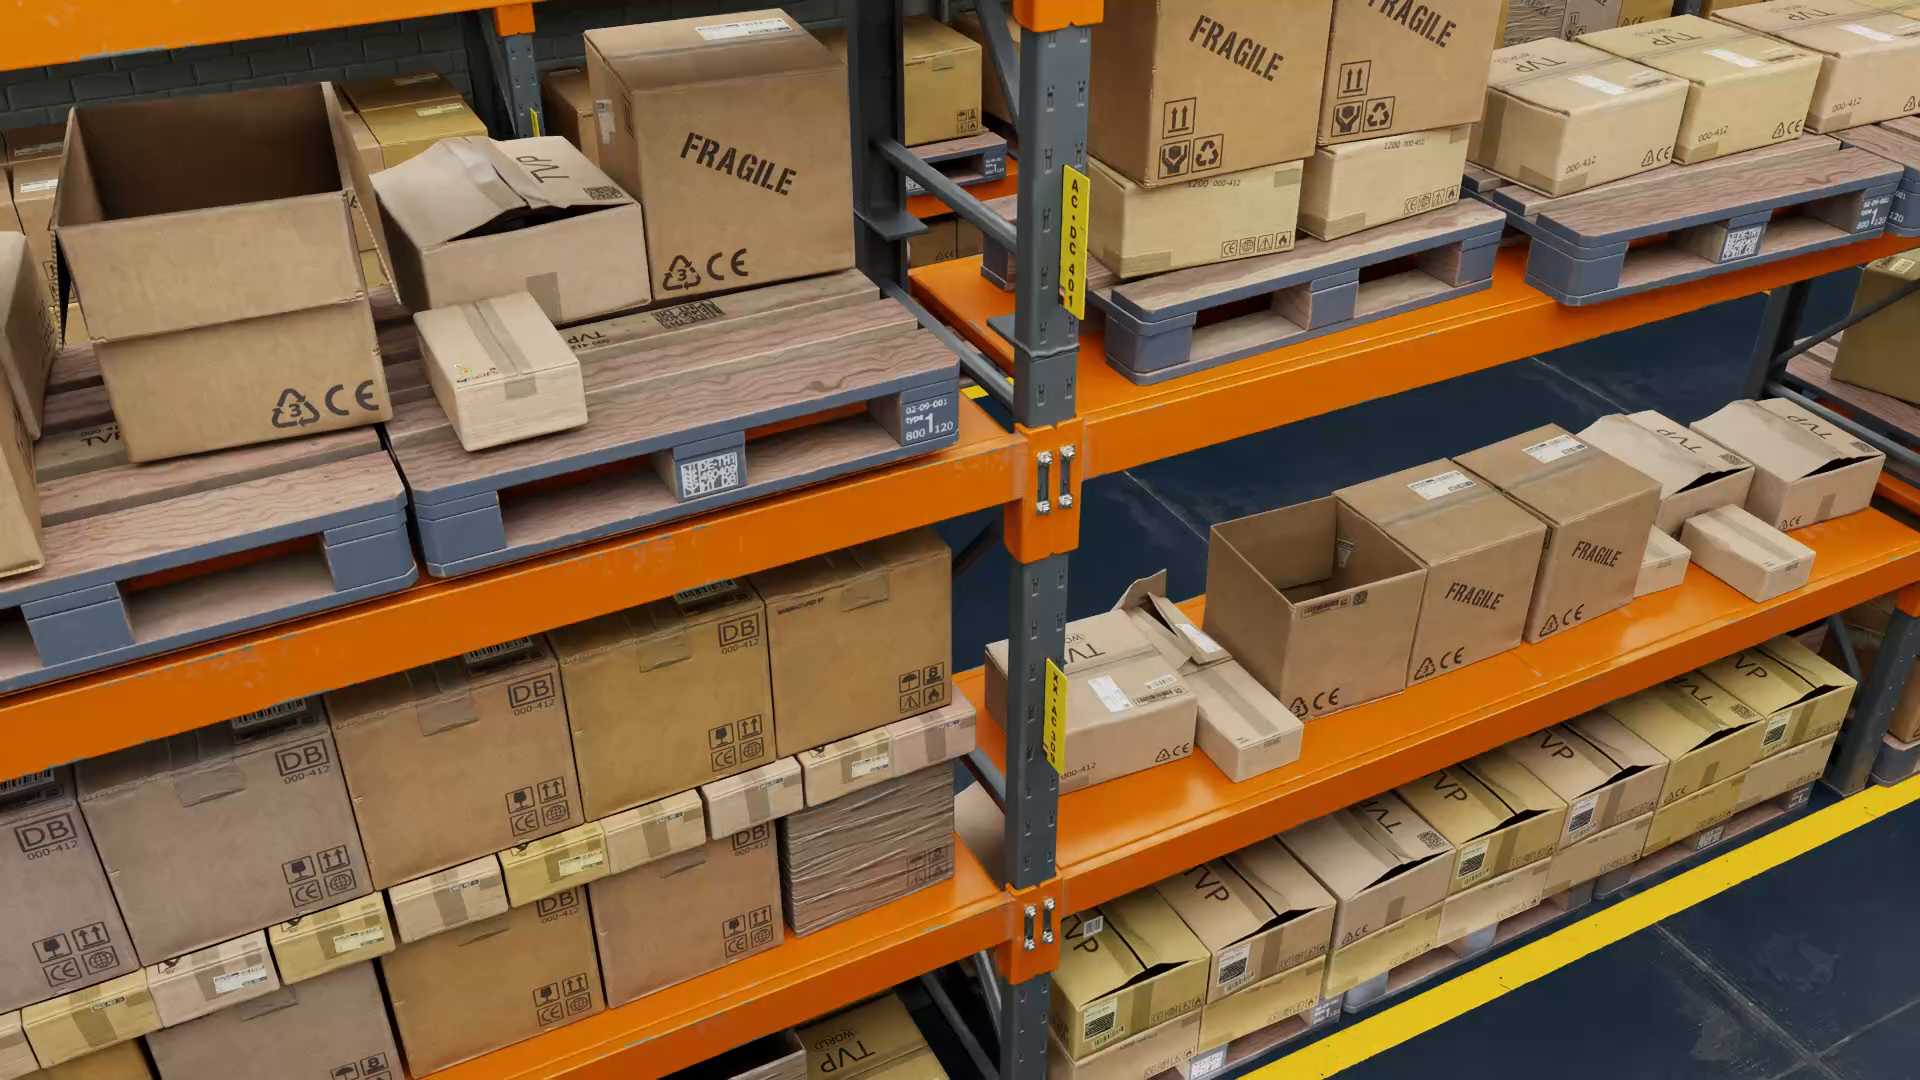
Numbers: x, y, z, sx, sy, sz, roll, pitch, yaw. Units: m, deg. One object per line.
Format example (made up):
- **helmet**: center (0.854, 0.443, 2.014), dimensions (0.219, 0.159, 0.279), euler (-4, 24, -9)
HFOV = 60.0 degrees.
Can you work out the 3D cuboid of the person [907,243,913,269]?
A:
- **person**: center (-0.344, -0.718, 8.214), dimensions (0.507, 1.686, 0.434), euler (-12, 35, -18)
